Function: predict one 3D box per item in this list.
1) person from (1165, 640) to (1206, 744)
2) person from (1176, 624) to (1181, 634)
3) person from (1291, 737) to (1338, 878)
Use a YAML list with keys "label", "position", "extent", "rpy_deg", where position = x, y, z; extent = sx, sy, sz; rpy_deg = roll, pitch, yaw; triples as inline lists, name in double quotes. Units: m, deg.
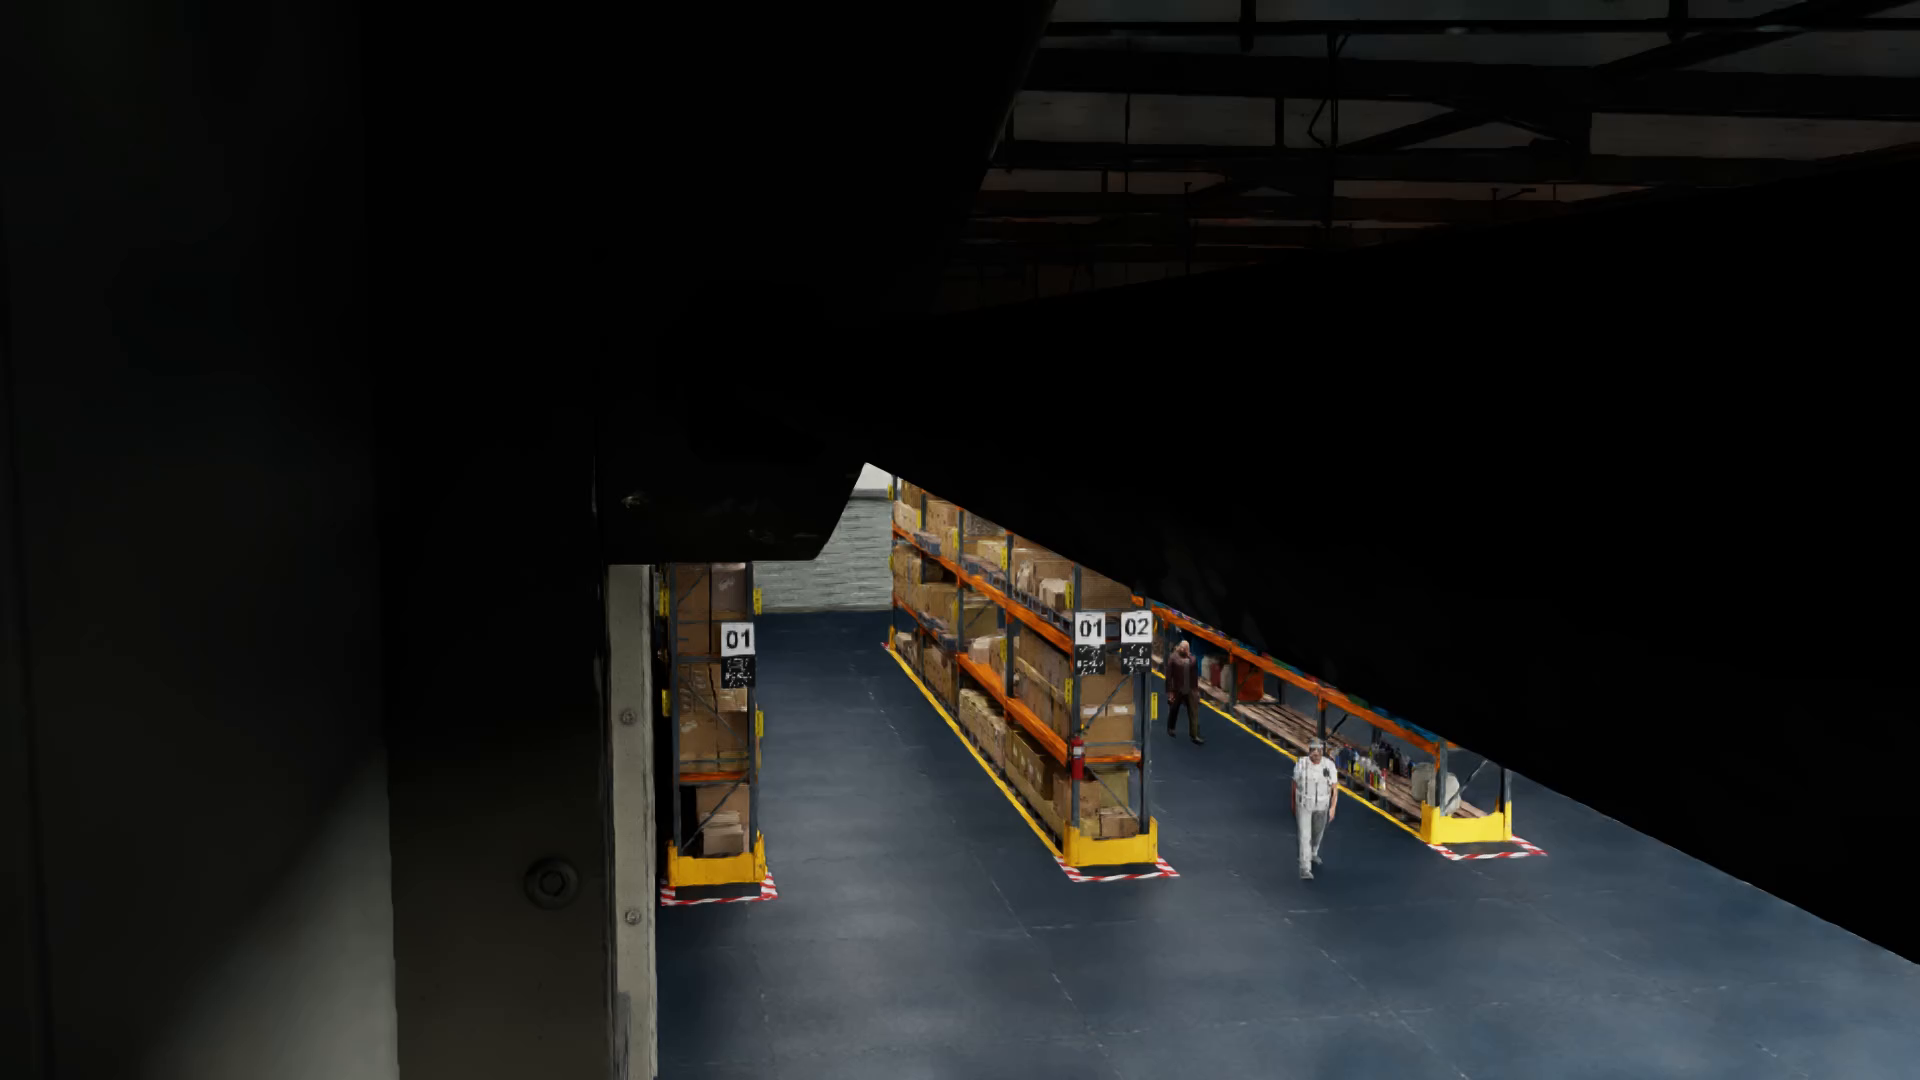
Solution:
- label: "person"
  position: [3.698, 2.490, 27.570]
  extent: [0.598, 1.698, 1.193]
  rpy_deg: [-1, 6, -8]
- label: "person"
  position: [5.282, 1.338, 38.195]
  extent: [0.673, 1.745, 0.760]
  rpy_deg: [-3, 7, -24]
- label: "person"
  position: [4.379, 3.251, 20.516]
  extent: [0.533, 1.707, 1.040]
  rpy_deg: [0, 6, -1]
